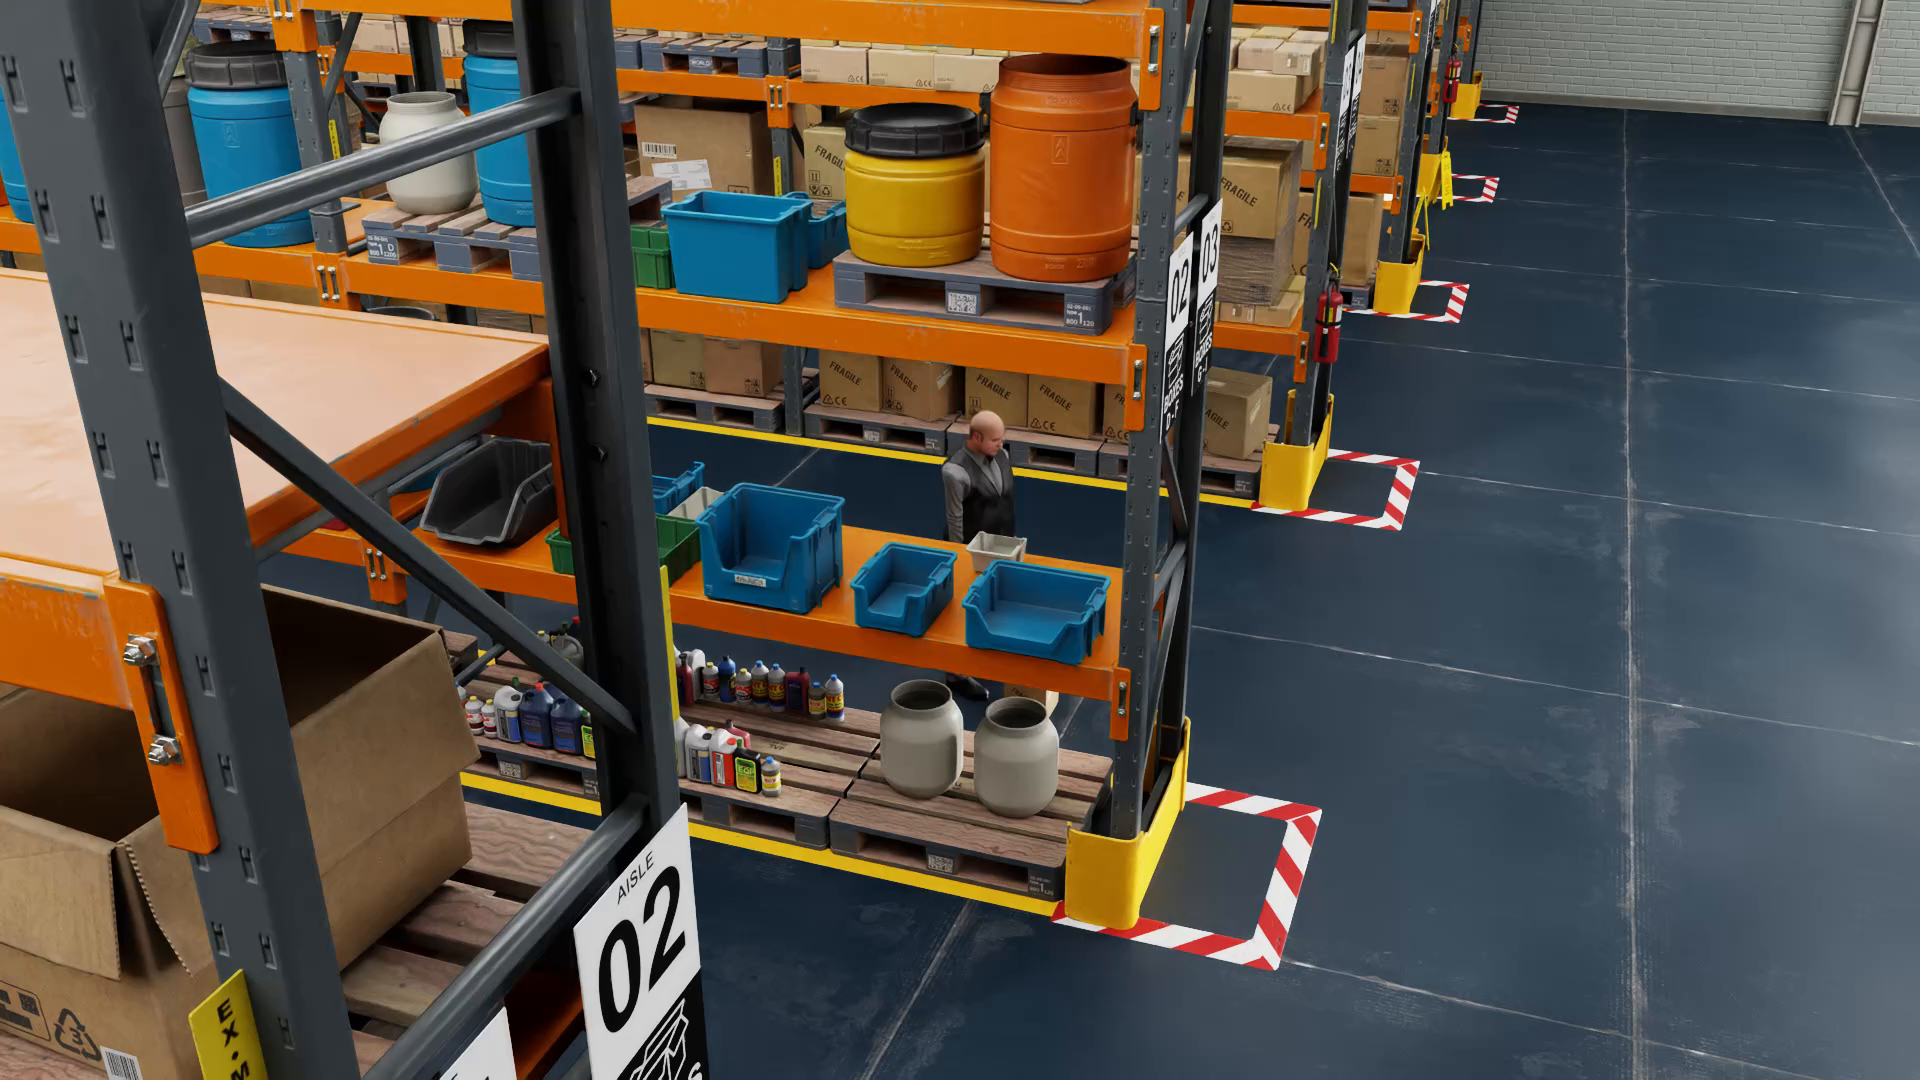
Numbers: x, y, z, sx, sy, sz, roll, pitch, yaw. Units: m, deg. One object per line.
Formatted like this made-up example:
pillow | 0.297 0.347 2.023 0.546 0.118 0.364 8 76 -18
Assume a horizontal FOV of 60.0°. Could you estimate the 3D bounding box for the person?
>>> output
person | 0.129 0.062 9.492 0.359 1.714 0.537 20 32 35
